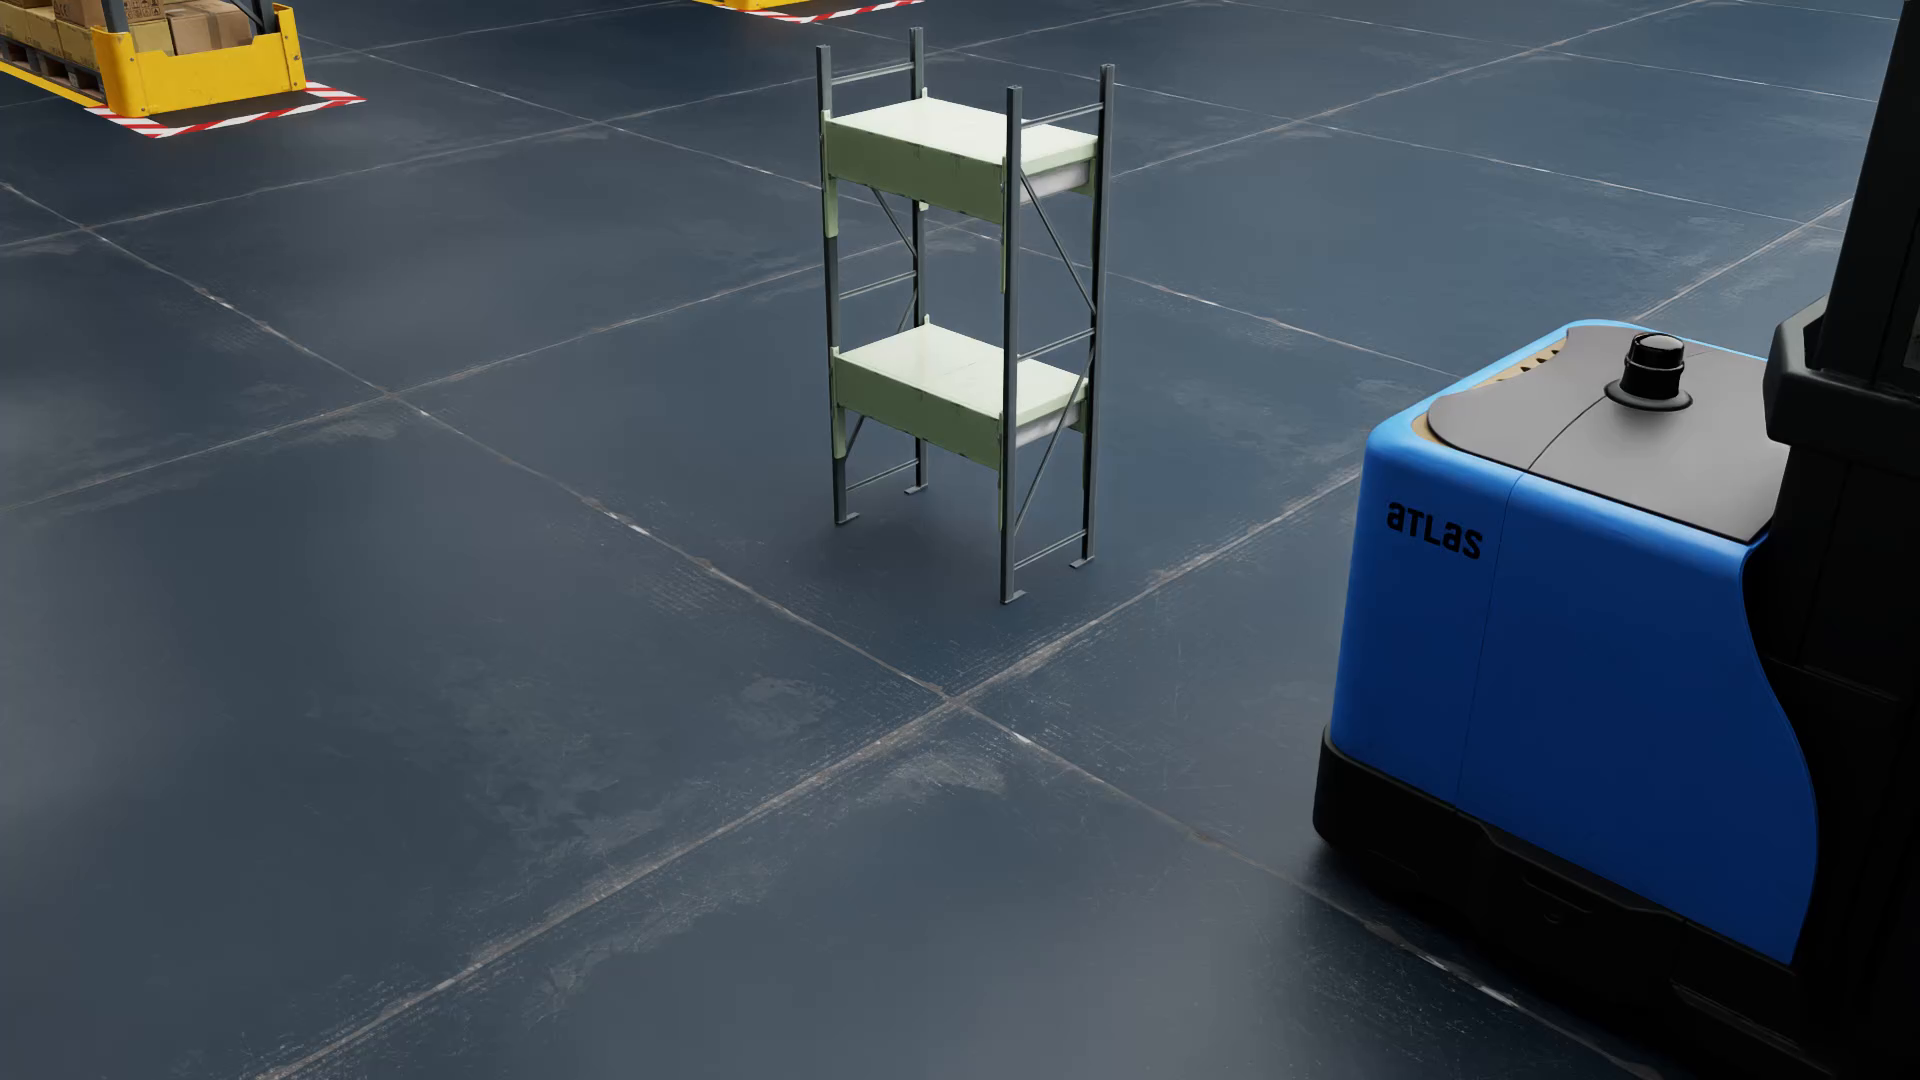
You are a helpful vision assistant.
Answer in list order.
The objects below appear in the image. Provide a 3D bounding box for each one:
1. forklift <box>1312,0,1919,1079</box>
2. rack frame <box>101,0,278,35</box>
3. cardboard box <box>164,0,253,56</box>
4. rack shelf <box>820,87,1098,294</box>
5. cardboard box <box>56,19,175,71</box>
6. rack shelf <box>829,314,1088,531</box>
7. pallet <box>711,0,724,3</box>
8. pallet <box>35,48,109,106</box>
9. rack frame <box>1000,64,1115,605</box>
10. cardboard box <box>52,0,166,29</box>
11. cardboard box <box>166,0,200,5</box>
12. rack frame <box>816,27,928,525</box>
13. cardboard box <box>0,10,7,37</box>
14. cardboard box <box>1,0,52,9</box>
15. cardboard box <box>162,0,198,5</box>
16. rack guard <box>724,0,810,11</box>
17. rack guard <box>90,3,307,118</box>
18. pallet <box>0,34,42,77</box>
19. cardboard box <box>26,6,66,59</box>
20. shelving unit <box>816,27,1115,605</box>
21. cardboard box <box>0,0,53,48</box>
[{"bbox_3d":[2.217,-0.252,2.581,3.031,2.935,1.130,25,36,38],"label":"forklift"},{"bbox_3d":[-4.794,-4.151,9.921,0.127,3.000,1.000,25,36,38],"label":"rack frame"},{"bbox_3d":[-5.021,-3.368,10.936,0.500,0.250,0.500,25,36,38],"label":"cardboard box"},{"bbox_3d":[0.005,-1.007,4.715,0.720,0.370,0.431,25,36,38],"label":"rack shelf"},{"bbox_3d":[-5.384,-3.196,10.609,0.500,0.250,0.500,25,36,38],"label":"cardboard box"},{"bbox_3d":[0.005,-0.373,5.049,0.720,0.370,0.431,25,36,38],"label":"rack shelf"},{"bbox_3d":[-1.982,-4.835,14.219,1.213,0.211,1.003,25,36,38],"label":"pallet"},{"bbox_3d":[-5.369,-3.152,11.018,1.213,0.211,1.003,25,36,38],"label":"pallet"},{"bbox_3d":[0.266,-0.542,4.670,0.023,1.500,0.400,25,36,38],"label":"rack frame"},{"bbox_3d":[-5.385,-3.528,10.433,0.500,0.500,0.500,25,36,38],"label":"cardboard box"},{"bbox_3d":[-5.380,-3.530,11.244,0.500,0.250,0.500,25,36,38],"label":"cardboard box"},{"bbox_3d":[-0.256,-0.781,5.124,0.023,1.500,0.400,25,36,38],"label":"rack frame"},{"bbox_3d":[-6.462,-3.682,11.532,0.500,0.250,0.500,25,36,38],"label":"cardboard box"},{"bbox_3d":[-6.109,-3.849,11.045,0.500,0.500,0.500,25,36,38],"label":"cardboard box"},{"bbox_3d":[-5.379,-3.863,11.071,0.500,0.500,0.500,25,36,38],"label":"cardboard box"},{"bbox_3d":[-1.406,-4.696,13.644,0.348,0.500,1.175,25,36,38],"label":"rack guard"},{"bbox_3d":[-4.777,-3.036,10.487,0.348,0.500,1.175,25,36,38],"label":"rack guard"},{"bbox_3d":[-6.235,-3.550,11.775,1.213,0.211,1.003,25,36,38],"label":"pallet"},{"bbox_3d":[-5.749,-3.356,10.912,0.500,0.250,0.500,25,36,38],"label":"cardboard box"},{"bbox_3d":[0.005,-0.662,4.897,0.755,1.500,0.431,25,36,38],"label":"shelving unit"},{"bbox_3d":[-6.107,-3.518,11.221,0.500,0.250,0.500,25,36,38],"label":"cardboard box"}]
